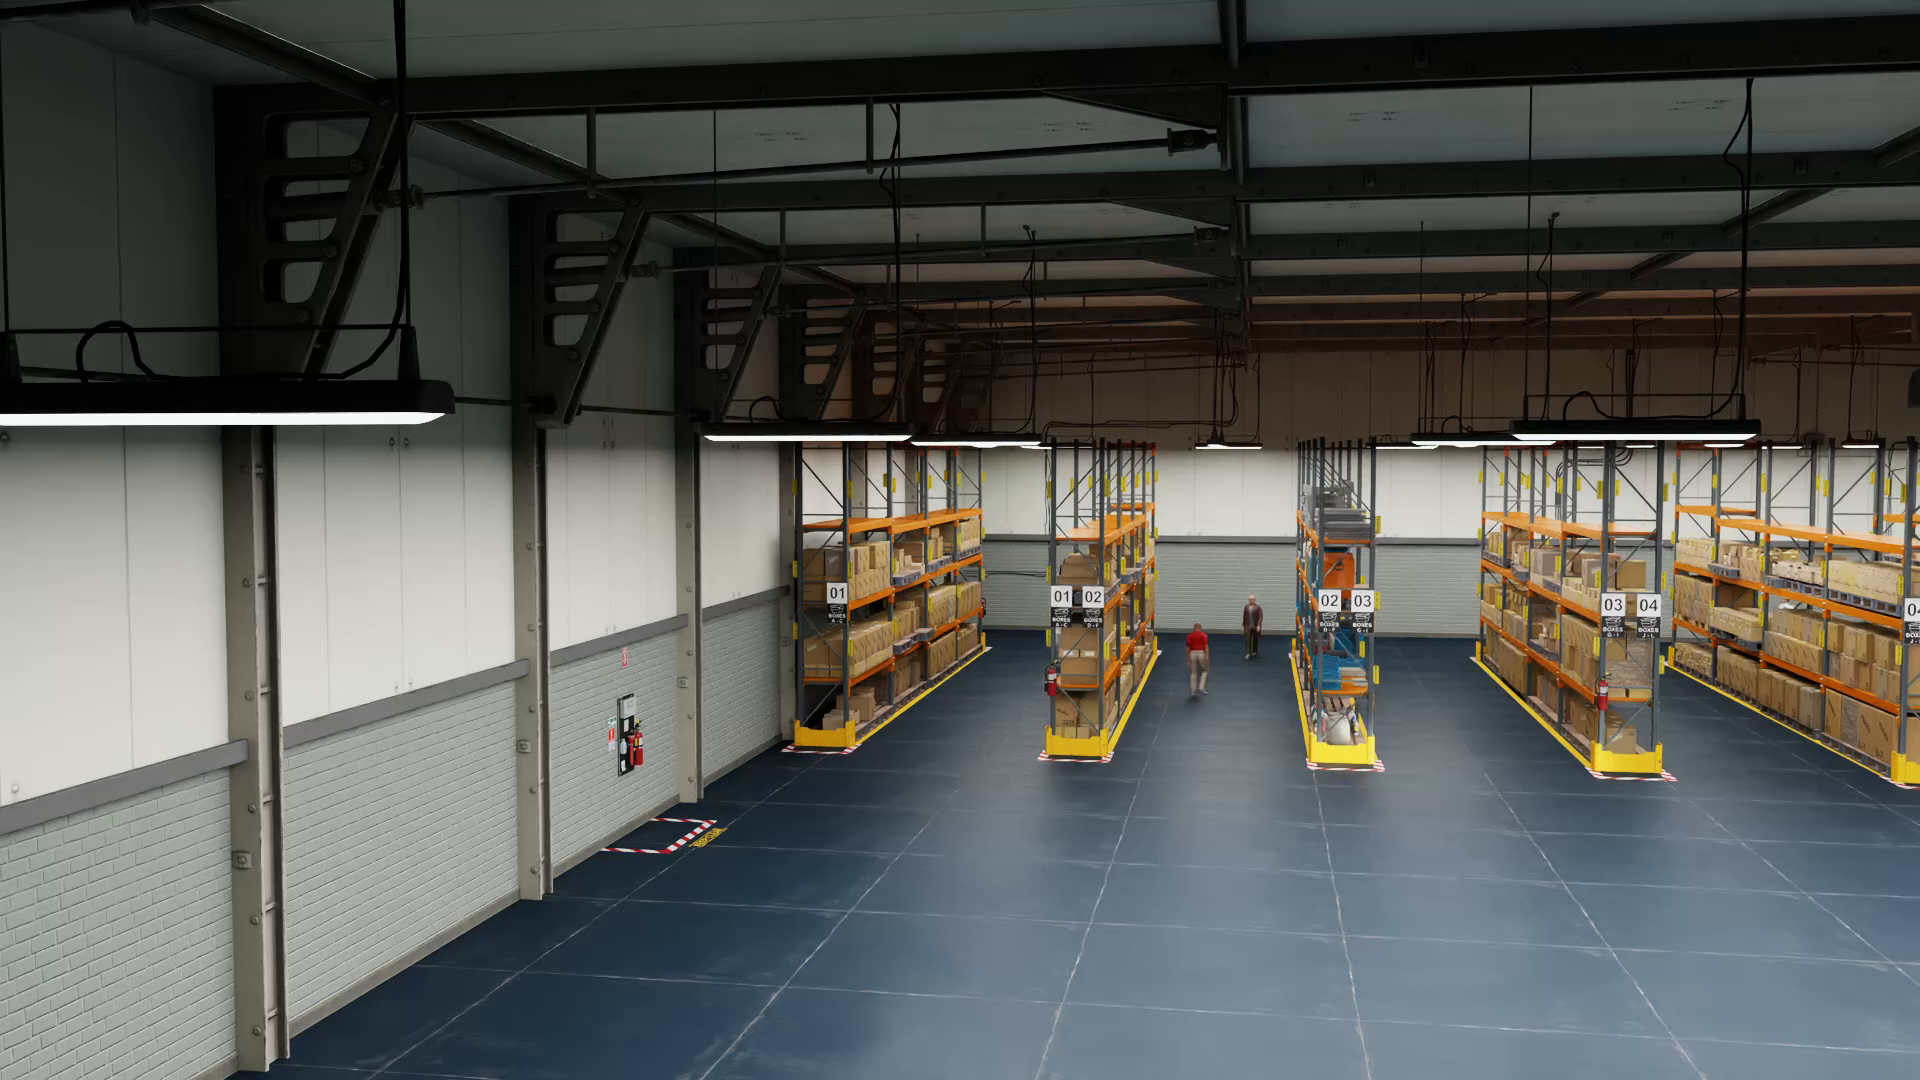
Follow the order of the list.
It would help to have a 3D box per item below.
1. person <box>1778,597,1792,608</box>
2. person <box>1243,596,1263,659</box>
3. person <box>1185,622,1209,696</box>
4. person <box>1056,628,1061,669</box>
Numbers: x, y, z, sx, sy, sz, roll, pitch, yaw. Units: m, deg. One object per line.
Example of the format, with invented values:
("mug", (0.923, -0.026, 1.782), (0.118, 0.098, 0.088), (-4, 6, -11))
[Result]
("person", (23.668, 2.365, 47.638), (0.897, 1.645, 0.497), (0, 3, -4))
("person", (8.102, 2.401, 46.023), (0.572, 1.711, 1.125), (1, 3, 13))
("person", (5.581, 2.797, 39.046), (0.584, 1.728, 0.526), (1, 3, 25))
("person", (2.652, 2.497, 43.934), (0.544, 1.747, 0.902), (1, 3, 22))
